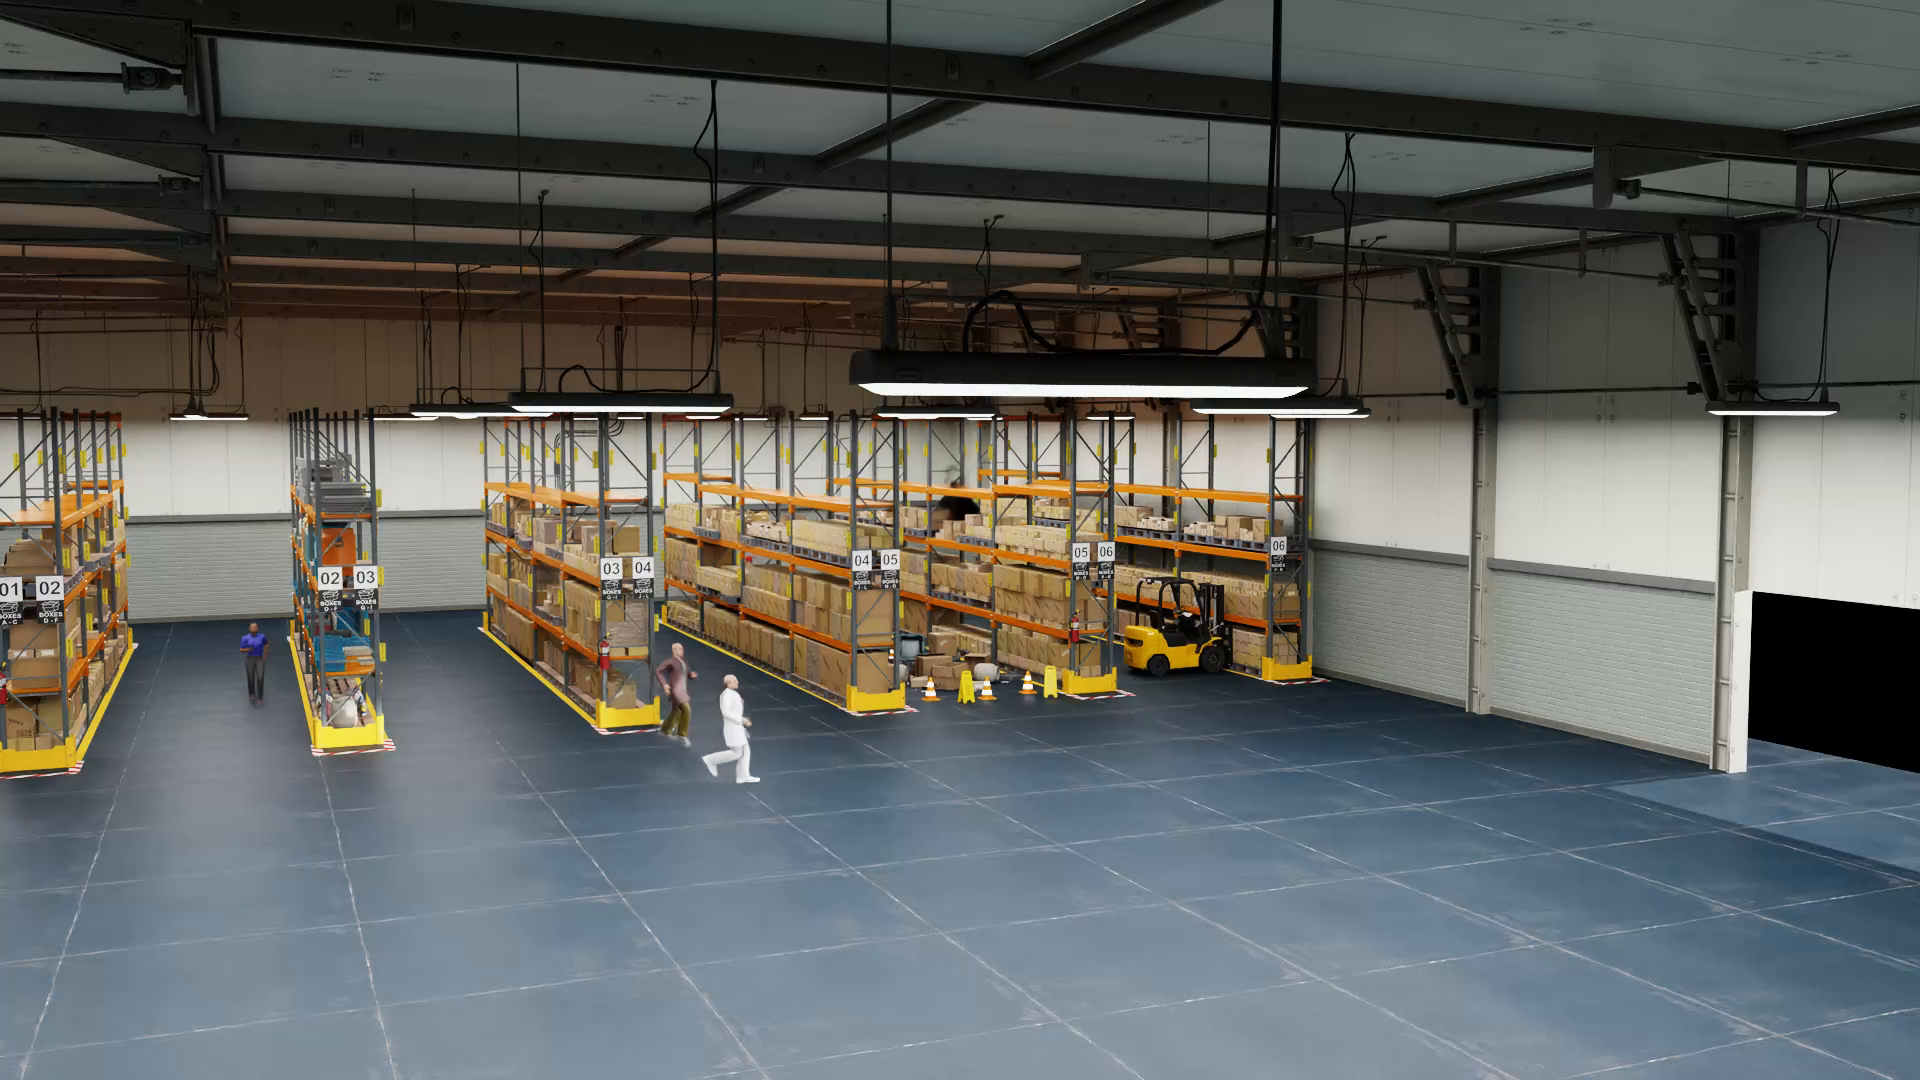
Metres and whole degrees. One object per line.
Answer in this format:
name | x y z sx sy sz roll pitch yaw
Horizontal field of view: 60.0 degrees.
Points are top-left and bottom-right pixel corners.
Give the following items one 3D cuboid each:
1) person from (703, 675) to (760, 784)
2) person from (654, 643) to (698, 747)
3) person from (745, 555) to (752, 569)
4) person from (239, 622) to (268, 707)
person | -3.628 3.003 26.387 0.888 1.750 0.710 0 4 -3
person | -5.048 2.755 29.691 0.831 1.836 0.663 1 4 18
person | -6.335 1.341 50.275 0.668 1.751 0.679 -1 4 -16
person | -14.326 2.505 33.776 0.570 1.679 0.850 -2 4 -27
